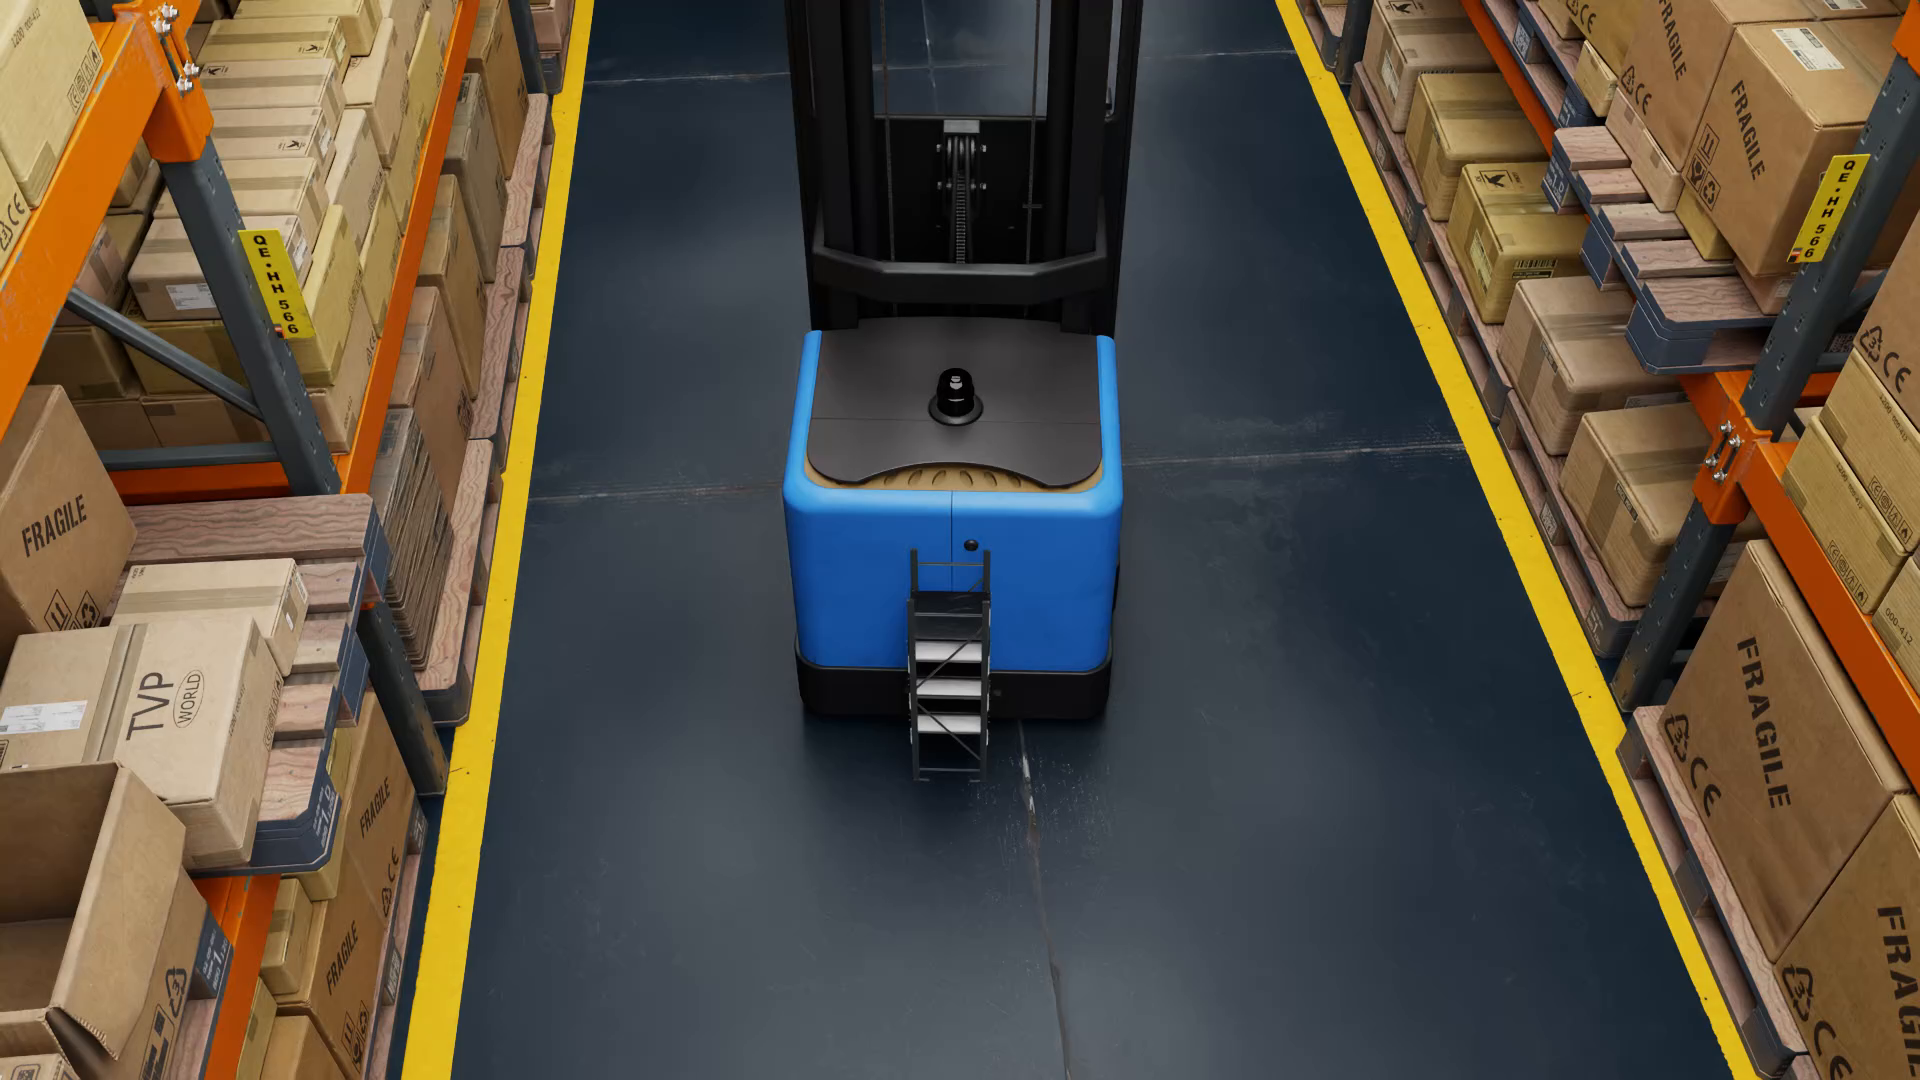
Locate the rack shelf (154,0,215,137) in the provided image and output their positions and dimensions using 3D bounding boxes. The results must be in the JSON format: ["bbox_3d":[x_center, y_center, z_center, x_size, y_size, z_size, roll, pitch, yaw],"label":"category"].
[{"bbox_3d":[-2.360,-2.436,4.921,1.077,0.370,4.000,-3,47,-3],"label":"rack shelf"}]

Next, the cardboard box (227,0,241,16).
[{"bbox_3d":[-2.162,-1.827,5.399,0.380,0.149,0.250,-3,47,-3],"label":"cardboard box"}]

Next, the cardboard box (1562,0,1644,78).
[{"bbox_3d":[2.341,-1.841,5.365,0.500,0.500,0.500,-6,47,-6],"label":"cardboard box"}]

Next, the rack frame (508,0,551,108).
[{"bbox_3d":[-2.527,-3.099,7.119,1.000,3.000,0.127,-3,47,-3],"label":"rack frame"}]

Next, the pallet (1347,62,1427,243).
[{"bbox_3d":[2.485,-1.882,7.887,1.003,0.211,1.213,-3,47,-3],"label":"pallet"}]

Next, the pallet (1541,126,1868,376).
[{"bbox_3d":[2.588,-0.953,5.219,1.213,0.211,1.003,-3,47,-3],"label":"pallet"}]

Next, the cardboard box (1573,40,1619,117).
[{"bbox_3d":[2.281,-1.541,5.527,0.380,0.149,0.250,-3,47,-3],"label":"cardboard box"}]

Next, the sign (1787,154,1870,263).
[{"bbox_3d":[2.214,-0.841,4.238,0.100,0.325,0.005,-3,47,-3],"label":"sign"}]

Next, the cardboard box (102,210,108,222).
[{"bbox_3d":[-2.555,-0.868,4.491,0.380,0.149,0.250,-2,47,-2],"label":"cardboard box"}]

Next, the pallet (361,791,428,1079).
[{"bbox_3d":[-2.168,1.296,4.877,1.003,0.211,1.213,-3,47,-3],"label":"pallet"}]

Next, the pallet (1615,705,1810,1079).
[{"bbox_3d":[2.744,1.024,5.135,1.003,0.211,1.213,-3,47,-3],"label":"pallet"}]

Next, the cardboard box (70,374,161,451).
[{"bbox_3d":[-2.485,-0.463,4.726,0.500,0.250,0.500,-4,47,-4],"label":"cardboard box"}]

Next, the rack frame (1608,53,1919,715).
[{"bbox_3d":[2.753,-0.510,4.667,1.000,3.000,0.127,-3,47,-3],"label":"rack frame"}]

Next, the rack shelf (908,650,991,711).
[{"bbox_3d":[-0.031,0.436,5.263,0.258,0.077,0.200,1,47,1],"label":"rack shelf"}]

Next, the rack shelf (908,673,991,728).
[{"bbox_3d":[-0.031,0.498,5.329,0.258,0.077,0.200,1,47,1],"label":"rack shelf"}]

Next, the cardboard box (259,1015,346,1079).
[{"bbox_3d":[-1.865,1.544,4.154,0.500,0.500,0.500,-2,47,-2],"label":"cardboard box"}]

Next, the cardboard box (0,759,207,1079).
[{"bbox_3d":[-1.872,0.784,3.081,0.797,0.503,0.637,-4,47,-4],"label":"cardboard box"}]

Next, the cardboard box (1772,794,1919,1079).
[{"bbox_3d":[2.799,1.227,4.196,0.875,0.875,0.875,-3,47,-3],"label":"cardboard box"}]

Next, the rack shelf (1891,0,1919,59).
[{"bbox_3d":[2.586,-2.741,5.209,1.077,0.370,4.000,-3,47,-3],"label":"rack shelf"}]

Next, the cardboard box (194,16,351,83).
[{"bbox_3d":[-2.082,-1.457,5.048,0.380,0.149,0.250,-3,47,-3],"label":"cardboard box"}]

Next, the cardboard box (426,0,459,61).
[{"bbox_3d":[-2.166,-1.975,6.157,0.500,0.250,0.500,-3,47,-3],"label":"cardboard box"}]

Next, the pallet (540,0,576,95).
[{"bbox_3d":[-2.552,-2.719,8.679,1.003,0.211,1.213,-3,47,-3],"label":"pallet"}]

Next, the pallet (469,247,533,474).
[{"bbox_3d":[-2.321,-0.725,6.791,1.003,0.211,1.213,-3,47,-3],"label":"pallet"}]

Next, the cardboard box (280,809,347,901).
[{"bbox_3d":[-1.845,0.824,4.389,0.380,0.149,0.250,-6,47,-5],"label":"cardboard box"}]

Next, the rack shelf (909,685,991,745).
[{"bbox_3d":[-0.031,0.559,5.394,0.258,0.077,0.200,1,47,1],"label":"rack shelf"}]

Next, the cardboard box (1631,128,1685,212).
[{"bbox_3d":[2.331,-1.160,5.166,0.380,0.149,0.250,-4,47,-4],"label":"cardboard box"}]

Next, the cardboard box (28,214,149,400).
[{"bbox_3d":[-2.507,-0.634,4.543,0.500,0.250,0.500,-3,47,-2],"label":"cardboard box"}]

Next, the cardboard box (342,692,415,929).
[{"bbox_3d":[-1.943,0.803,4.856,0.500,0.500,0.500,-2,47,-2],"label":"cardboard box"}]

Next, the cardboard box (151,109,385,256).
[{"bbox_3d":[-2.027,-1.024,4.913,0.500,0.250,0.500,-2,47,-2],"label":"cardboard box"}]

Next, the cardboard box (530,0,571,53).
[{"bbox_3d":[-2.238,-2.668,8.316,0.500,0.250,0.500,-3,47,-3],"label":"cardboard box"}]

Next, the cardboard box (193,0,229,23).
[{"bbox_3d":[-2.569,-1.795,5.369,0.380,0.149,0.250,-2,47,-2],"label":"cardboard box"}]

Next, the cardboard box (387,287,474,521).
[{"bbox_3d":[-2.294,-0.458,5.964,0.875,0.625,0.625,-2,47,-2],"label":"cardboard box"}]

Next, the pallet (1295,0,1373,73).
[{"bbox_3d":[2.327,-2.929,8.878,1.003,0.211,1.213,-3,47,-3],"label":"pallet"}]

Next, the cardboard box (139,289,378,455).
[{"bbox_3d":[-1.986,-0.490,4.751,0.500,0.250,0.500,-3,47,-3],"label":"cardboard box"}]

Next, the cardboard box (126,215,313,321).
[{"bbox_3d":[-1.926,-0.711,4.342,0.380,0.149,0.250,-2,47,-2],"label":"cardboard box"}]

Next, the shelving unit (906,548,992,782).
[{"bbox_3d":[-0.031,0.413,5.239,0.258,0.900,0.210,1,47,1],"label":"shelving unit"}]

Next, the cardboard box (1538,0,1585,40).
[{"bbox_3d":[2.283,-1.907,5.874,0.380,0.149,0.250,-5,47,-5],"label":"cardboard box"}]

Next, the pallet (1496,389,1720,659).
[{"bbox_3d":[2.690,-0.116,6.215,1.003,0.211,1.213,-3,47,-3],"label":"pallet"}]

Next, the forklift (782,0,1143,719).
[{"bbox_3d":[0.018,-1.464,5.617,1.130,2.935,3.031,1,47,1],"label":"forklift"}]

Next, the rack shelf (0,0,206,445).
[{"bbox_3d":[-2.025,0.458,2.180,1.077,0.370,4.000,-3,47,-3],"label":"rack shelf"}]

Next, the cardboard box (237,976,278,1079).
[{"bbox_3d":[-1.890,1.211,4.023,0.380,0.149,0.250,-2,47,-2],"label":"cardboard box"}]

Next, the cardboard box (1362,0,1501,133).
[{"bbox_3d":[2.465,-2.265,7.850,0.950,0.372,0.625,-3,47,-3],"label":"cardboard box"}]

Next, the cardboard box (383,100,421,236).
[{"bbox_3d":[-2.073,-1.226,5.449,0.500,0.250,0.500,-5,47,-5],"label":"cardboard box"}]

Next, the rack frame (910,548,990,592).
[{"bbox_3d":[-0.029,0.339,5.309,0.240,0.900,0.006,1,47,1],"label":"rack frame"}]

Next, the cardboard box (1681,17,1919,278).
[{"bbox_3d":[2.438,-1.103,4.666,0.500,0.500,0.500,-5,47,-4],"label":"cardboard box"}]

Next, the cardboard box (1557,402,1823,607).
[{"bbox_3d":[2.716,-0.160,5.856,0.950,0.372,0.625,-6,47,-6],"label":"cardboard box"}]

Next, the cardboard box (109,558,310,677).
[{"bbox_3d":[-1.755,0.189,3.889,0.380,0.149,0.250,-3,47,-3],"label":"cardboard box"}]

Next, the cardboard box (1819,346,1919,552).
[{"bbox_3d":[2.550,-0.248,4.178,0.500,0.250,0.500,-4,47,-4],"label":"cardboard box"}]

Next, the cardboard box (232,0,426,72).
[{"bbox_3d":[-2.121,-1.772,5.621,0.500,0.250,0.500,-3,47,-3],"label":"cardboard box"}]

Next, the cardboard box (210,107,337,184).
[{"bbox_3d":[-1.996,-1.089,4.700,0.380,0.149,0.250,-2,47,-2],"label":"cardboard box"}]

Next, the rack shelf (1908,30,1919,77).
[{"bbox_3d":[2.921,0.153,2.469,1.077,0.370,4.000,-3,47,-3],"label":"rack shelf"}]

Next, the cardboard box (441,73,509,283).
[{"bbox_3d":[-2.415,-1.489,6.940,0.875,0.625,0.625,-4,47,-4],"label":"cardboard box"}]

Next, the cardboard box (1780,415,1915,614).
[{"bbox_3d":[2.544,-0.089,4.371,0.500,0.250,0.500,-4,47,-4],"label":"cardboard box"}]

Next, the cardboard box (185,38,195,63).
[{"bbox_3d":[-2.550,-1.427,5.020,0.380,0.149,0.250,-4,47,-4],"label":"cardboard box"}]

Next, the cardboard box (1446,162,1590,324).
[{"bbox_3d":[2.589,-1.242,6.881,0.950,0.372,0.625,-2,47,-2],"label":"cardboard box"}]

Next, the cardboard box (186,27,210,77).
[{"bbox_3d":[-2.591,-1.366,5.237,0.500,0.250,0.500,-4,47,-4],"label":"cardboard box"}]

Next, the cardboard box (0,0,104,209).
[{"bbox_3d":[-1.908,-0.829,3.006,0.500,0.250,0.500,-5,47,-5],"label":"cardboard box"}]

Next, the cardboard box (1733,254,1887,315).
[{"bbox_3d":[2.492,-0.791,4.817,0.380,0.149,0.250,-2,47,-2],"label":"cardboard box"}]
